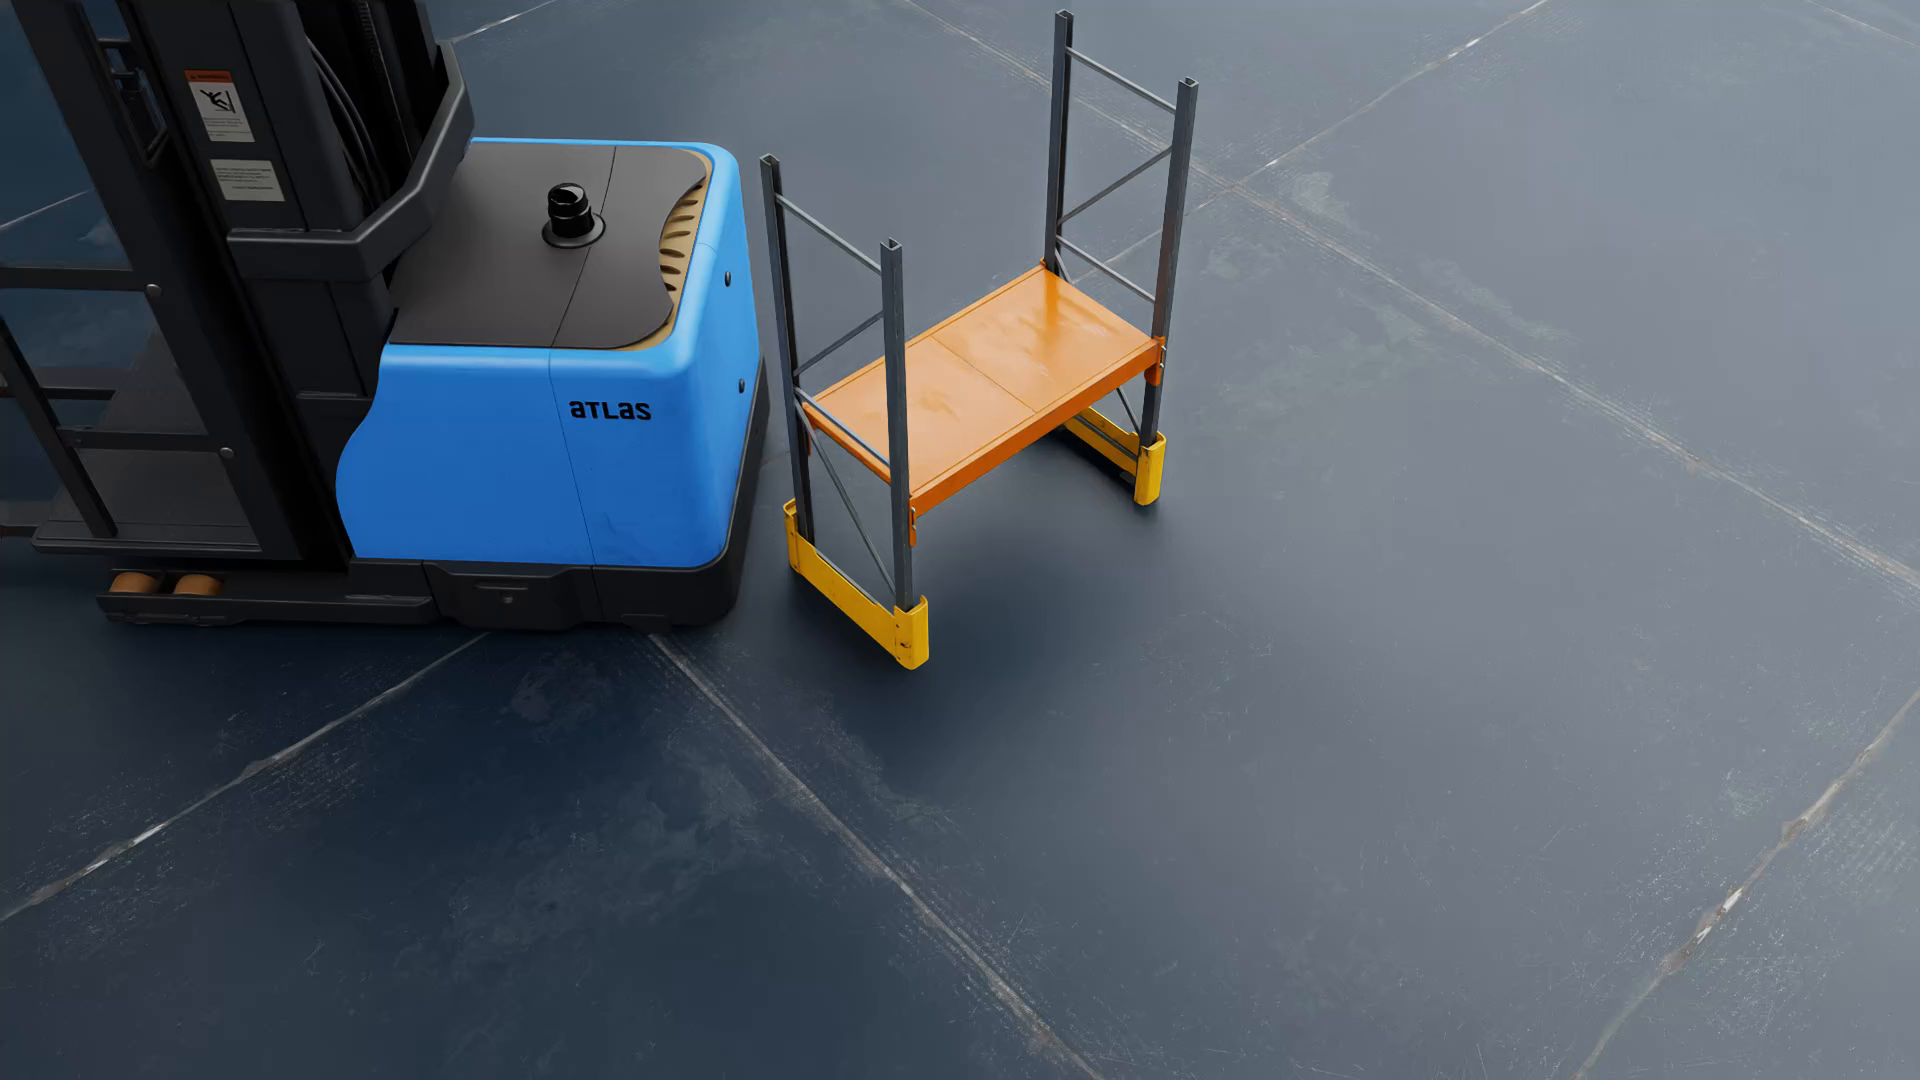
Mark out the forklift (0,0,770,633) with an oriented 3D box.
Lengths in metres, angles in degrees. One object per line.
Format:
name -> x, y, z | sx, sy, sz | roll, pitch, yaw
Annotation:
forklift -> -2.166, -1.122, 4.291 | 3.031, 2.935, 1.130 | 2, 47, 2

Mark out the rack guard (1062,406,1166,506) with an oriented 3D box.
rack guard -> 0.425, -0.369, 5.420 | 0.087, 0.250, 0.587 | -34, 56, -27

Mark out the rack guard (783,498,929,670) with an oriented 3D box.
rack guard -> -0.312, 0.124, 4.966 | 0.087, 0.250, 0.587 | -34, 56, -27

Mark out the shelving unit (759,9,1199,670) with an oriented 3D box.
shelving unit -> 0.056, -0.546, 4.734 | 1.083, 1.500, 0.587 | -34, 56, -27

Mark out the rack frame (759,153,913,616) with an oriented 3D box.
rack frame -> -0.313, -0.299, 4.506 | 0.032, 1.500, 0.500 | -34, 56, -27

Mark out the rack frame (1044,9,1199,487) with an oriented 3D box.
rack frame -> 0.439, -0.802, 4.970 | 0.032, 1.500, 0.500 | -34, 56, -27

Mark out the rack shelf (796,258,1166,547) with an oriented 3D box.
rack shelf -> 0.063, -0.429, 4.870 | 1.000, 0.185, 0.538 | -34, 56, -27
